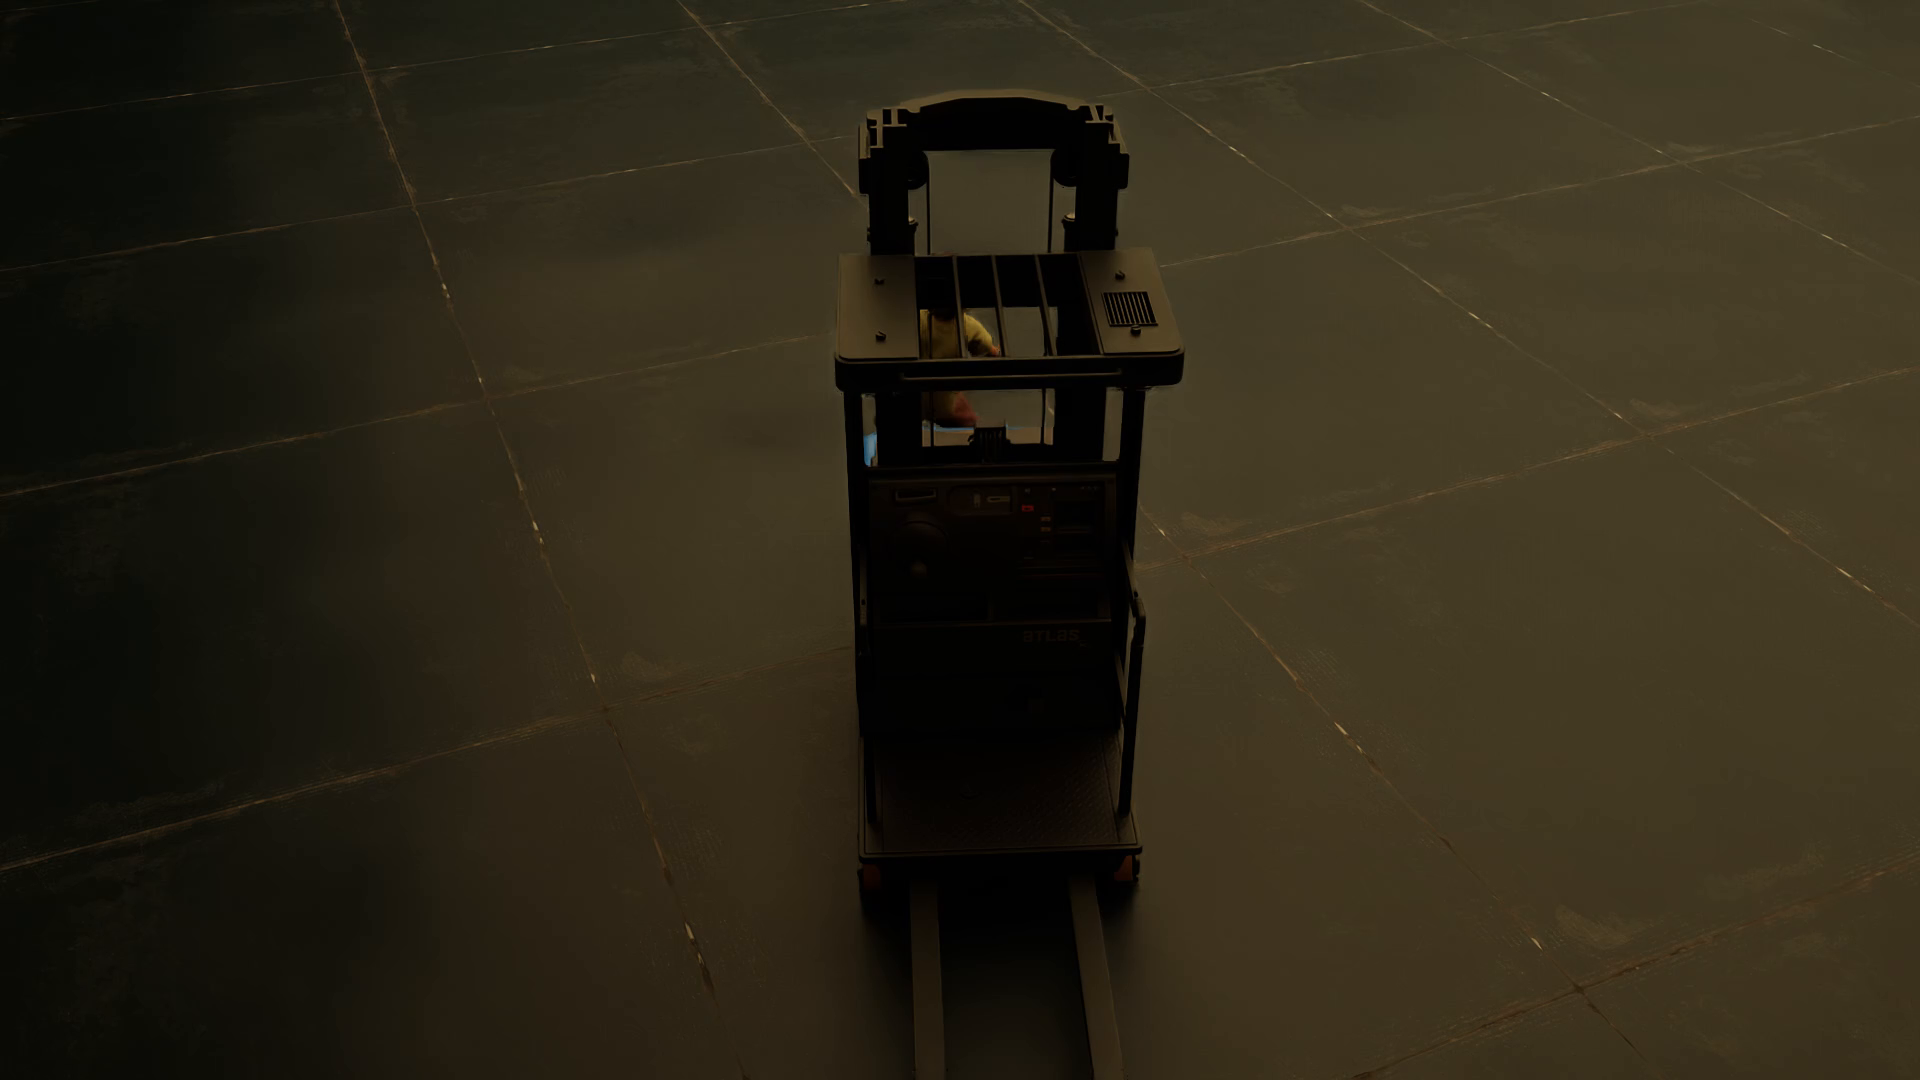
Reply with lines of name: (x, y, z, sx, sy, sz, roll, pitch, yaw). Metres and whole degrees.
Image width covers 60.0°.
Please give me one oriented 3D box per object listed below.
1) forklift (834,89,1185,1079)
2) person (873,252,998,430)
forklift: (0.136, 0.014, 6.079, 1.130, 2.935, 3.031, -2, 35, -2)
person: (-0.115, -0.788, 8.385, 0.671, 1.565, 0.671, -6, 36, -9)
